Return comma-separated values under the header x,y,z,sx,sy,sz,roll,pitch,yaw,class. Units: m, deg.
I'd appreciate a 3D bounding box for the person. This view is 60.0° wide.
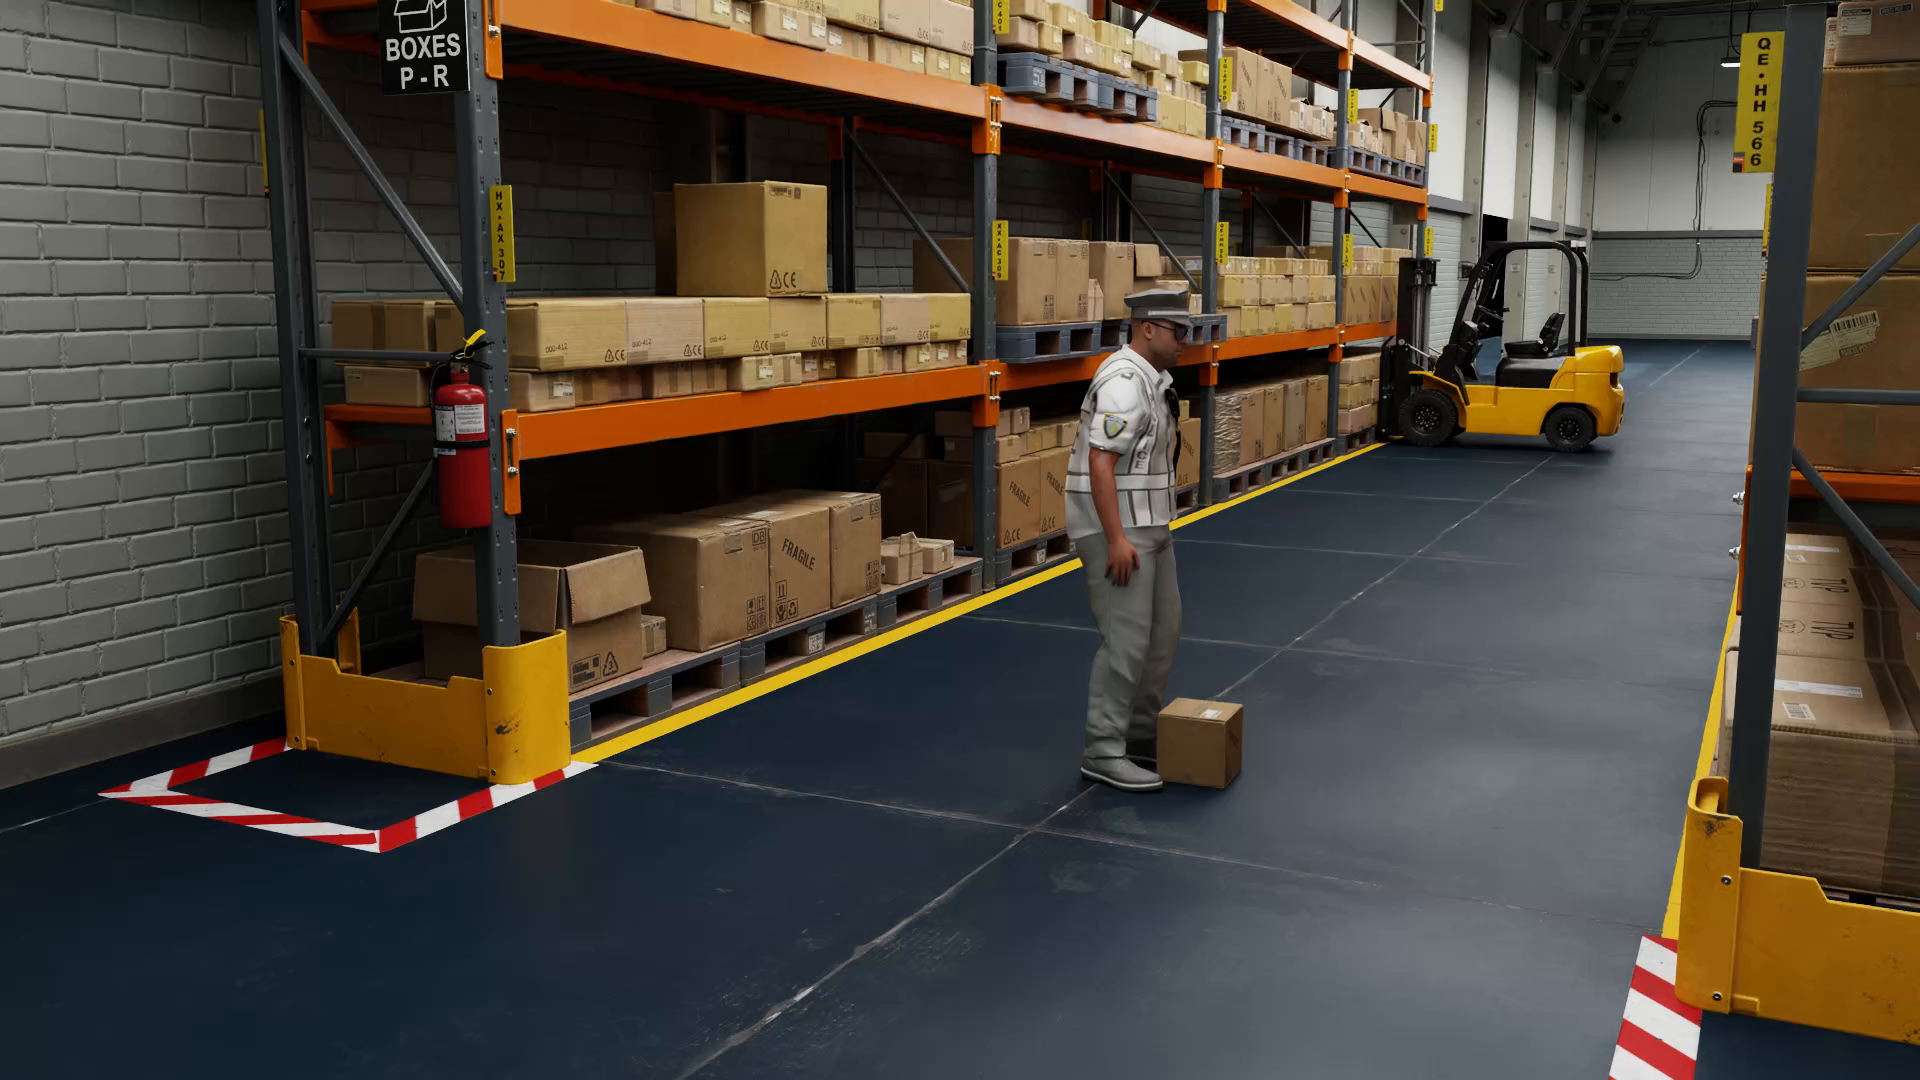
x,y,z,sx,sy,sz,roll,pitch,yaw,class
0.632,-0.025,6.001,0.480,1.746,0.593,4,10,23,person
